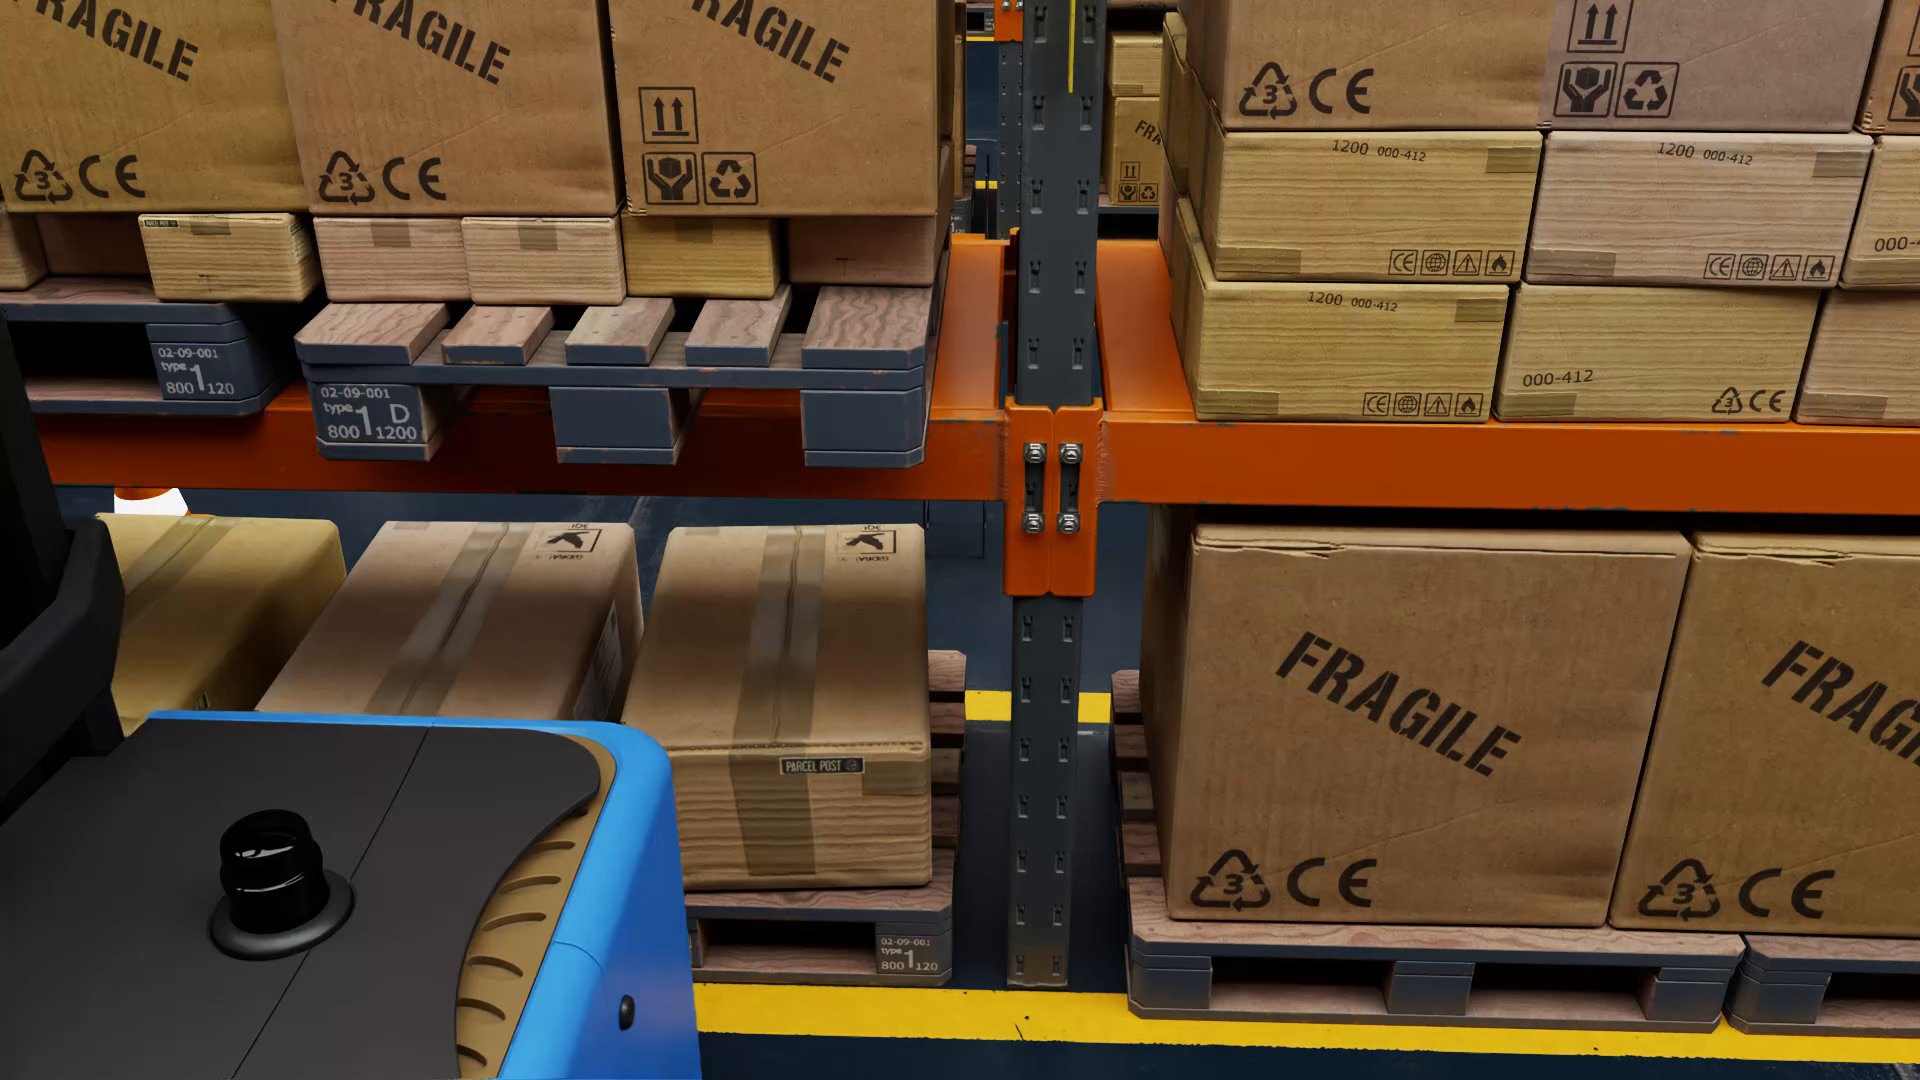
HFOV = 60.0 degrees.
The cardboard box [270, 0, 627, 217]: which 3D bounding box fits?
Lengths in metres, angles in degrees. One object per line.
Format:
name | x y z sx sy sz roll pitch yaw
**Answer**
cardboard box | -0.802 -0.860 2.798 0.500 0.500 0.500 1 28 1

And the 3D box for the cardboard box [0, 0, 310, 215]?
cardboard box | -1.307 -0.868 2.812 0.500 0.500 0.500 -1 28 -2

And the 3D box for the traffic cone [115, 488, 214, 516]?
traffic cone | -2.530 -0.198 5.130 0.334 0.463 0.336 1 28 2

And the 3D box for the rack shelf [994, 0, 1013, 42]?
rack shelf | -1.746 -2.652 7.819 4.000 0.370 1.077 1 28 2

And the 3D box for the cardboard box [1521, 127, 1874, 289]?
cardboard box | 1.193 -0.640 2.881 0.500 0.250 0.500 2 28 3

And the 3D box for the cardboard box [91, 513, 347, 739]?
cardboard box | -1.881 0.319 3.802 0.625 0.372 0.950 2 28 3

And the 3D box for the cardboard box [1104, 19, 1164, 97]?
cardboard box | 0.933 -2.225 7.664 0.500 0.250 0.500 0 28 -1

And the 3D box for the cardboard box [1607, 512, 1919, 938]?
cardboard box | 1.758 0.202 3.487 0.875 0.875 0.875 1 28 2

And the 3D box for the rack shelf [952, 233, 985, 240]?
rack shelf | -0.014 -0.809 4.822 0.180 0.103 0.258 1 28 2

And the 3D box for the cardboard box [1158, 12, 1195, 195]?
cardboard box | 0.672 -0.884 3.341 0.500 0.250 0.500 1 28 2

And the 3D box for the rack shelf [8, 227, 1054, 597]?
rack shelf | -1.820 -0.334 3.445 4.000 0.370 1.077 1 28 2

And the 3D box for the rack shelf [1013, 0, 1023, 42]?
rack shelf | 2.251 -2.586 7.694 4.000 0.370 1.077 1 28 2

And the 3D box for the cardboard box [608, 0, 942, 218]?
cardboard box | -0.285 -0.857 2.791 0.500 0.500 0.500 0 28 0

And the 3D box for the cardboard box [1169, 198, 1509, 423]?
cardboard box | 0.659 -0.426 3.012 0.500 0.250 0.500 0 28 1

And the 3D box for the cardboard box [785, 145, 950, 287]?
cardboard box | -0.157 -0.588 2.977 0.250 0.149 0.380 2 28 4

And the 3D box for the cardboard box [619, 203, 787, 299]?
cardboard box | -0.427 -0.559 2.921 0.250 0.149 0.380 1 28 3

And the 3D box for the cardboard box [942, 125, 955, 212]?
cardboard box | -0.139 -0.785 3.349 0.250 0.149 0.380 -1 28 -1

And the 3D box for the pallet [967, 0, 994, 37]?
pallet | -0.252 -4.039 12.643 1.213 0.211 1.003 1 28 2

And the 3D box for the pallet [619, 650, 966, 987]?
pallet | -0.602 0.600 3.893 1.213 0.211 1.003 1 28 2

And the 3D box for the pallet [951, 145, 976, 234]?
pallet | -0.533 -1.753 8.332 1.213 0.211 1.003 1 28 2

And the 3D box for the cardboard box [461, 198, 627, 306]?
cardboard box | -0.681 -0.542 2.890 0.250 0.149 0.380 1 28 1

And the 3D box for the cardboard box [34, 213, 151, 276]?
cardboard box | -1.454 -0.611 3.020 0.250 0.149 0.380 1 28 2

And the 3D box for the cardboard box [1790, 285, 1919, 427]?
cardboard box | 1.697 -0.415 2.990 0.500 0.250 0.500 2 28 3

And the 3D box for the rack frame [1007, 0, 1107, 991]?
rack frame | 0.179 -0.618 3.214 0.127 3.000 1.000 1 28 2

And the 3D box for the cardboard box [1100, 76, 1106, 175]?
cardboard box | 0.920 -2.130 8.285 0.500 0.500 0.500 1 28 2

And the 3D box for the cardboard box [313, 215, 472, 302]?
cardboard box | -0.932 -0.550 2.904 0.250 0.149 0.380 0 28 -1

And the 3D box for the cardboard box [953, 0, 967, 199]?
cardboard box | -0.353 -2.181 8.115 0.750 0.750 1.050 1 28 1

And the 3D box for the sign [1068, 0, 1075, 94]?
sign | 0.169 -0.841 2.482 0.005 0.325 0.100 1 28 2

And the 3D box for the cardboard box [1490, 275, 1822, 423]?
cardboard box | 1.173 -0.426 3.011 0.500 0.250 0.500 0 28 0

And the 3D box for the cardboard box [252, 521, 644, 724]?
cardboard box | -1.123 0.335 3.773 0.625 0.372 0.950 0 28 1

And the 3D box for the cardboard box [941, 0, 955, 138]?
cardboard box | -0.263 -1.095 3.241 0.500 0.500 0.500 0 28 0

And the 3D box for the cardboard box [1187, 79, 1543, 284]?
cardboard box | 0.677 -0.649 2.898 0.500 0.250 0.500 1 28 1

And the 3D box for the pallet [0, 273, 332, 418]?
pallet | -1.801 -0.547 3.284 1.213 0.211 1.003 1 28 2

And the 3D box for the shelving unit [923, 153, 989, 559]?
shelving unit | -0.014 -0.530 4.969 0.189 1.200 0.258 1 28 2

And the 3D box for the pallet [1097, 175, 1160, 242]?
pallet | 1.034 -1.691 8.215 1.213 0.211 1.003 1 28 2

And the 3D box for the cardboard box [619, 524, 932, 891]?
cardboard box | -0.385 0.343 3.757 0.625 0.372 0.950 -1 28 -2

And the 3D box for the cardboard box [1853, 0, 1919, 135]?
cardboard box | 1.676 -0.962 2.688 0.500 0.500 0.500 2 28 3

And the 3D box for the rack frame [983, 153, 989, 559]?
rack frame | 0.077 -0.529 4.967 0.006 1.200 0.240 1 28 2

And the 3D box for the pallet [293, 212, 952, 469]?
pallet | -0.537 -0.496 3.187 1.003 0.211 1.213 1 28 2

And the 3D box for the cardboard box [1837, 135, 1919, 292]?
cardboard box | 1.691 -0.626 2.854 0.500 0.250 0.500 1 28 2

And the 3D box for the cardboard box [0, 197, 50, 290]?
cardboard box | -1.708 -0.577 2.955 0.250 0.149 0.380 0 28 0

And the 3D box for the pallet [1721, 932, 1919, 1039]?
pallet | 2.180 0.683 3.735 1.213 0.211 1.003 1 28 2

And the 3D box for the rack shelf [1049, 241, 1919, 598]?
rack shelf | 2.178 -0.267 3.320 4.000 0.370 1.077 1 28 2

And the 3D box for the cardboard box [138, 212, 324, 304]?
cardboard box | -1.208 -0.548 2.901 0.250 0.149 0.380 1 28 3

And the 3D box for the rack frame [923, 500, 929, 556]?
rack frame | -0.106 -0.532 4.972 0.006 1.200 0.240 1 28 2

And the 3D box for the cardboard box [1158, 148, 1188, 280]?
cardboard box | 0.694 -0.665 3.462 0.500 0.250 0.500 0 28 0

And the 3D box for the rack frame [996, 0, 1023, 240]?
rack frame | 0.253 -2.937 7.588 0.127 3.000 1.000 1 28 2

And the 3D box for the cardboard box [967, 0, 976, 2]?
cardboard box | -0.142 -4.349 12.450 0.500 0.500 0.700 0 28 -1

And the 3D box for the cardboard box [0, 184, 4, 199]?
cardboard box | -1.852 -0.878 2.830 0.500 0.500 0.500 0 28 0

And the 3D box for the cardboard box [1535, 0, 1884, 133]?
cardboard box | 1.159 -0.978 2.718 0.500 0.500 0.500 1 28 2

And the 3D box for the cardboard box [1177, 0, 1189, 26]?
cardboard box | 0.705 -1.218 3.171 0.500 0.500 0.500 0 28 0

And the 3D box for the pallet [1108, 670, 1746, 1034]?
pallet | 0.964 0.662 3.776 1.213 0.211 1.003 1 28 2

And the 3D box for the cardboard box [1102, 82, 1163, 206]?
cardboard box | 0.951 -1.887 7.828 0.500 0.500 0.500 0 28 0

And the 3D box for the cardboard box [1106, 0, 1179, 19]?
cardboard box | 0.945 -2.461 8.109 0.500 0.250 0.500 0 28 1

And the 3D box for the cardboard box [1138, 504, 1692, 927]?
cardboard box | 0.866 0.185 3.518 0.875 0.875 0.875 1 28 1

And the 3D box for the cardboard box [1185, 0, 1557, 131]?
cardboard box | 0.663 -0.982 2.725 0.500 0.500 0.500 0 28 0
